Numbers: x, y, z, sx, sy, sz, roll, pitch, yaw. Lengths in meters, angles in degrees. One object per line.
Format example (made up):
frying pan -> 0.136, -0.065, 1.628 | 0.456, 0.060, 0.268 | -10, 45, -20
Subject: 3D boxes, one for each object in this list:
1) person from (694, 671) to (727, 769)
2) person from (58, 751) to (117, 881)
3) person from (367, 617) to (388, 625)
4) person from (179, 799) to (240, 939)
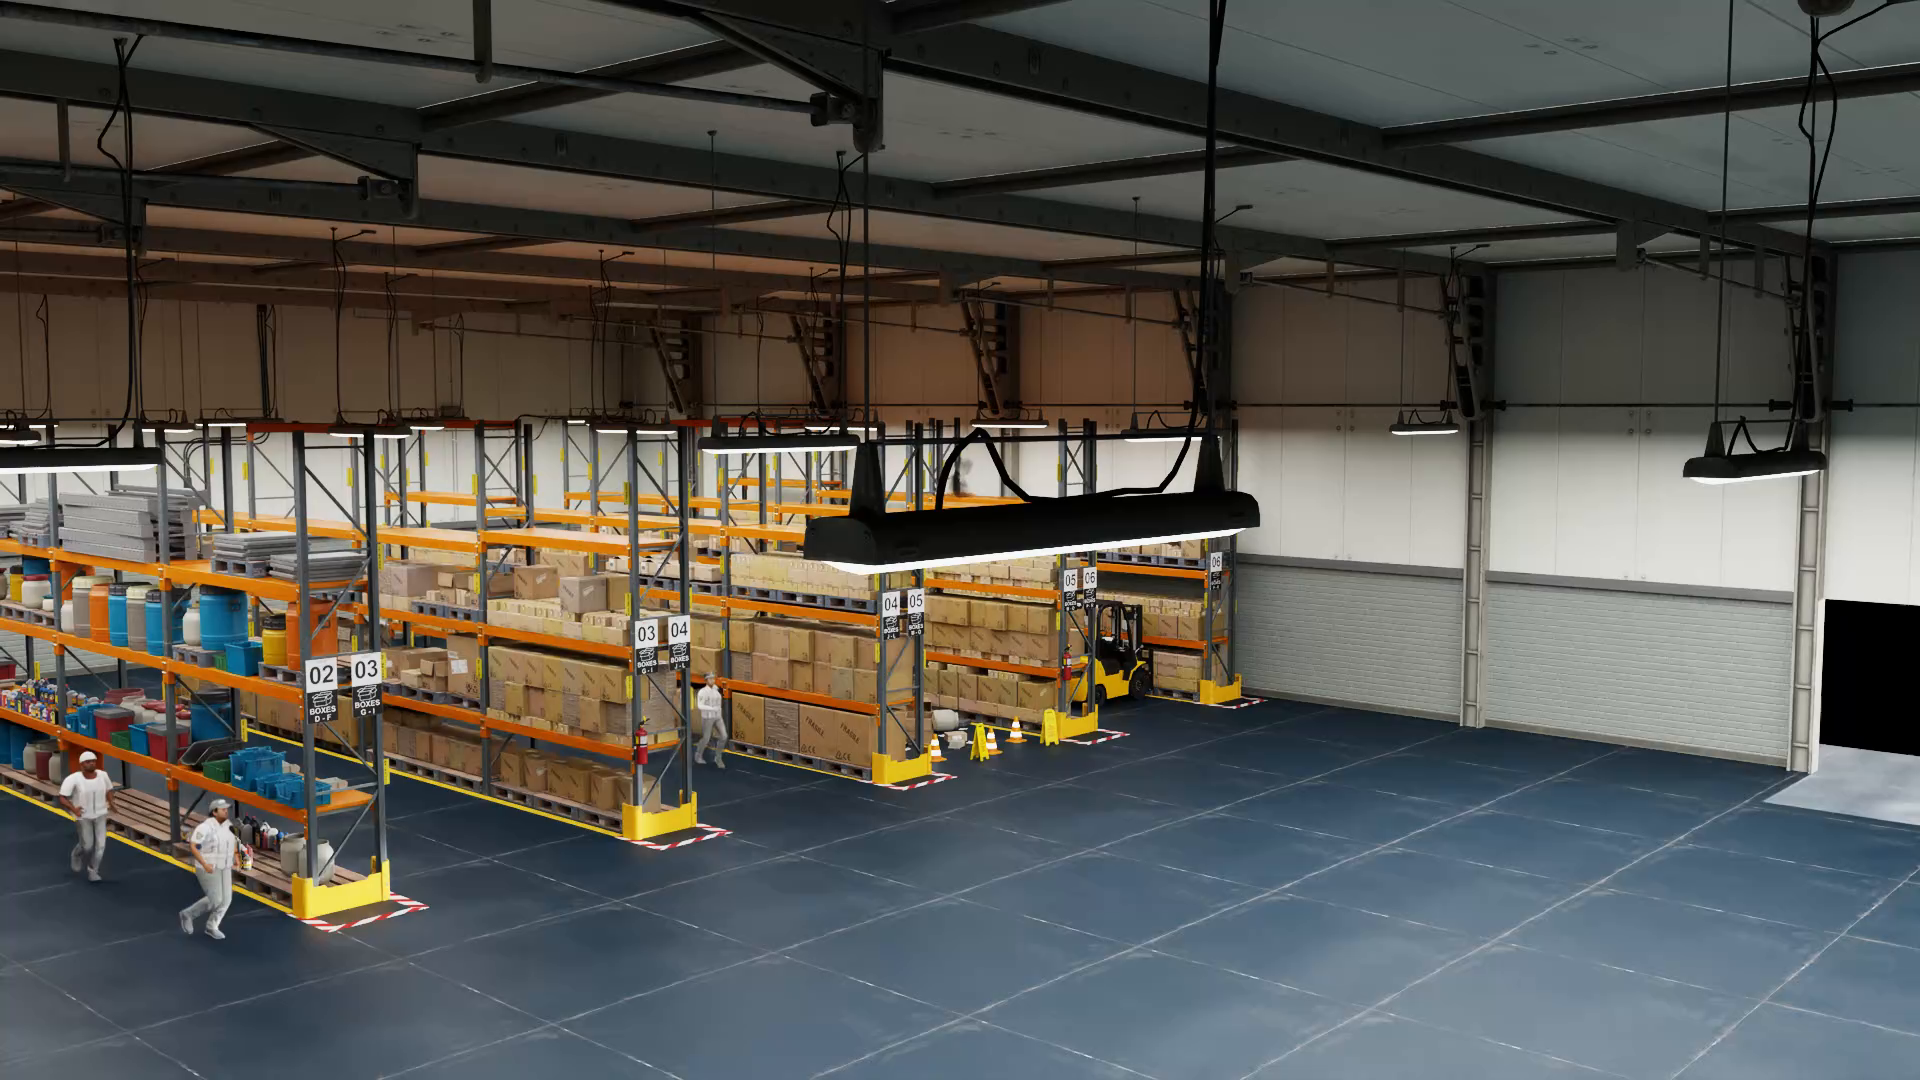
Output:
person -> -4.354, 3.130, 29.002 | 0.714, 1.740, 0.612 | 4, 6, 42
person -> -11.597, 3.659, 22.136 | 0.583, 1.720, 0.691 | 4, 6, 39
person -> -13.894, 2.210, 39.598 | 0.698, 1.736, 0.993 | 3, 5, 30
person -> -8.936, 3.912, 19.898 | 0.540, 1.629, 0.674 | 2, 5, 18
